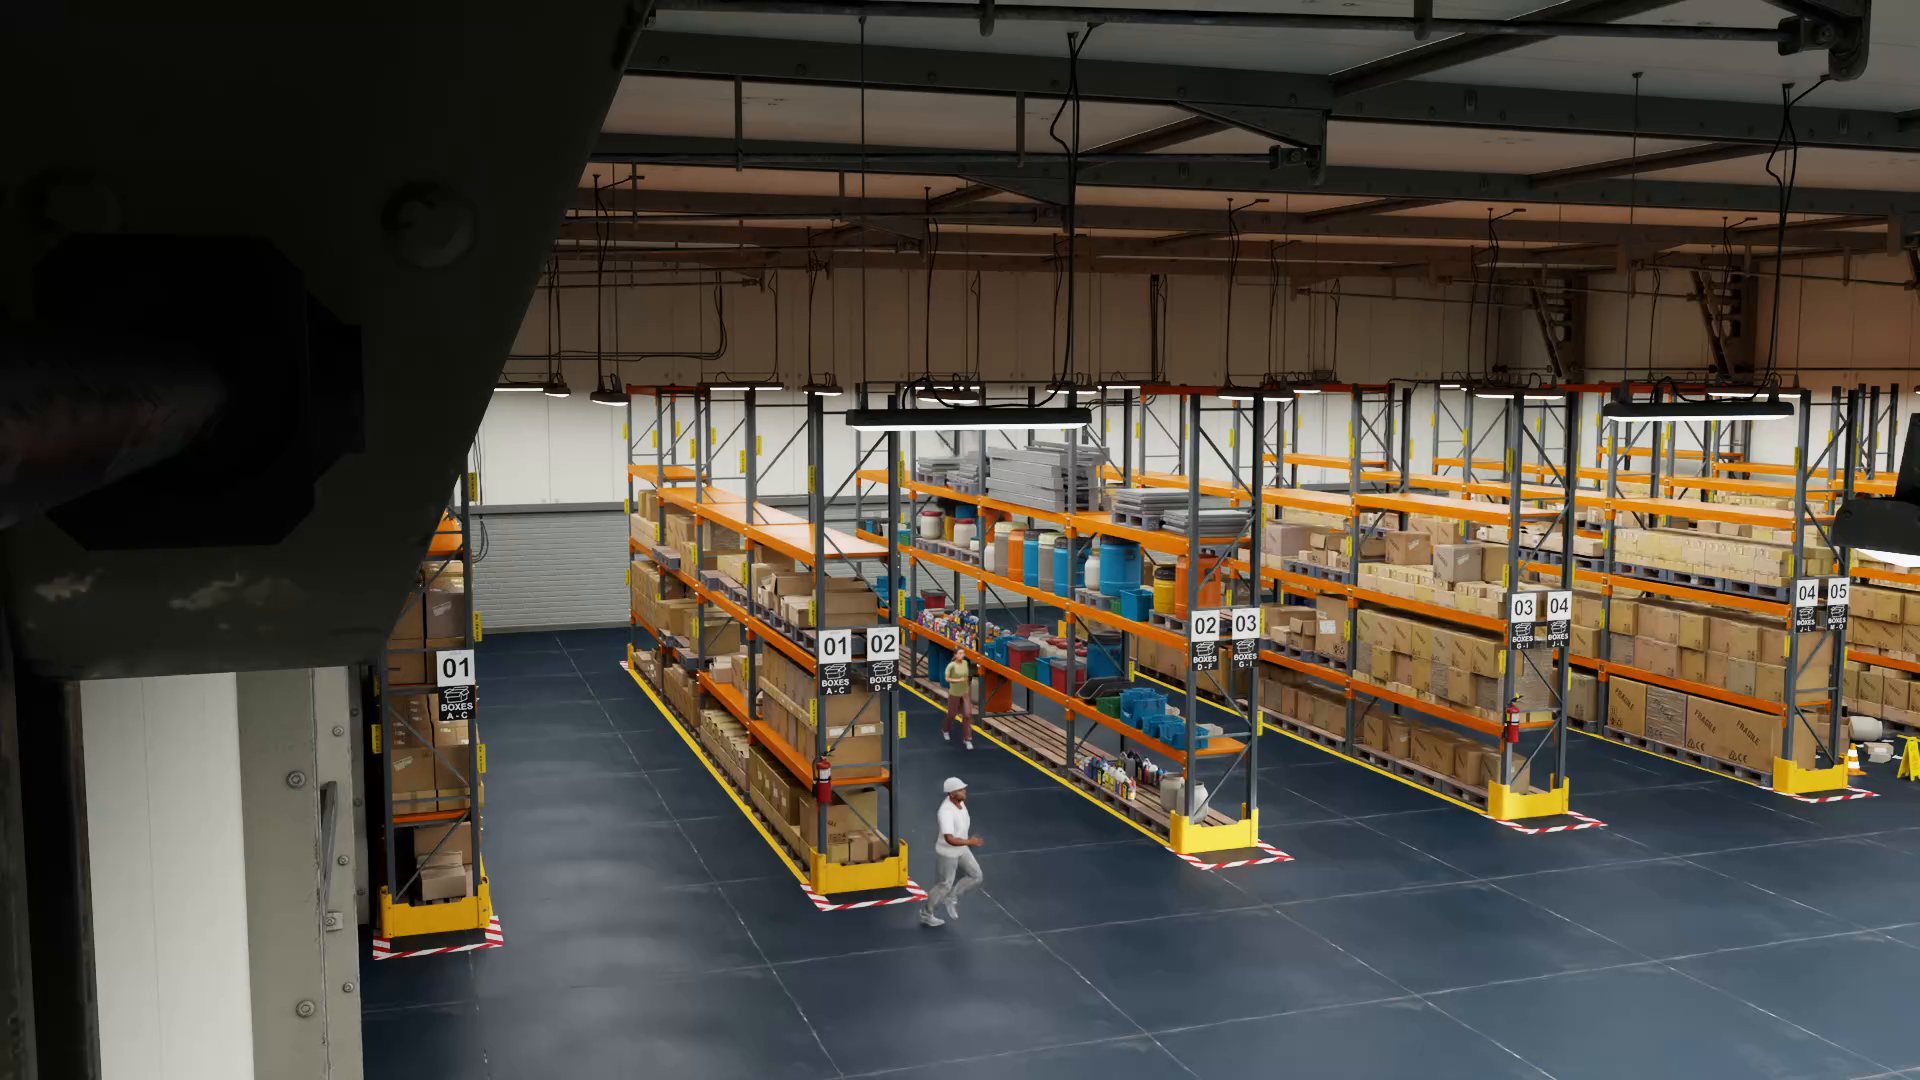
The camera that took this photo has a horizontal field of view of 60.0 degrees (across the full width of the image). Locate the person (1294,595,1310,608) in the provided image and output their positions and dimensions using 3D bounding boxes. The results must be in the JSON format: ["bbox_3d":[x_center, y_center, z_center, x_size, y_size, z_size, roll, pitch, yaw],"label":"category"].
[{"bbox_3d":[8.378,1.302,41.029,0.782,1.624,0.673,3,7,28],"label":"person"}]

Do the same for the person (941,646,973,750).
[{"bbox_3d":[-0.043,2.599,27.849,0.562,1.678,0.948,-3,7,-28],"label":"person"}]

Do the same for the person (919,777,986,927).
[{"bbox_3d":[-0.056,3.513,18.829,0.806,1.716,0.721,2,6,20],"label":"person"}]
